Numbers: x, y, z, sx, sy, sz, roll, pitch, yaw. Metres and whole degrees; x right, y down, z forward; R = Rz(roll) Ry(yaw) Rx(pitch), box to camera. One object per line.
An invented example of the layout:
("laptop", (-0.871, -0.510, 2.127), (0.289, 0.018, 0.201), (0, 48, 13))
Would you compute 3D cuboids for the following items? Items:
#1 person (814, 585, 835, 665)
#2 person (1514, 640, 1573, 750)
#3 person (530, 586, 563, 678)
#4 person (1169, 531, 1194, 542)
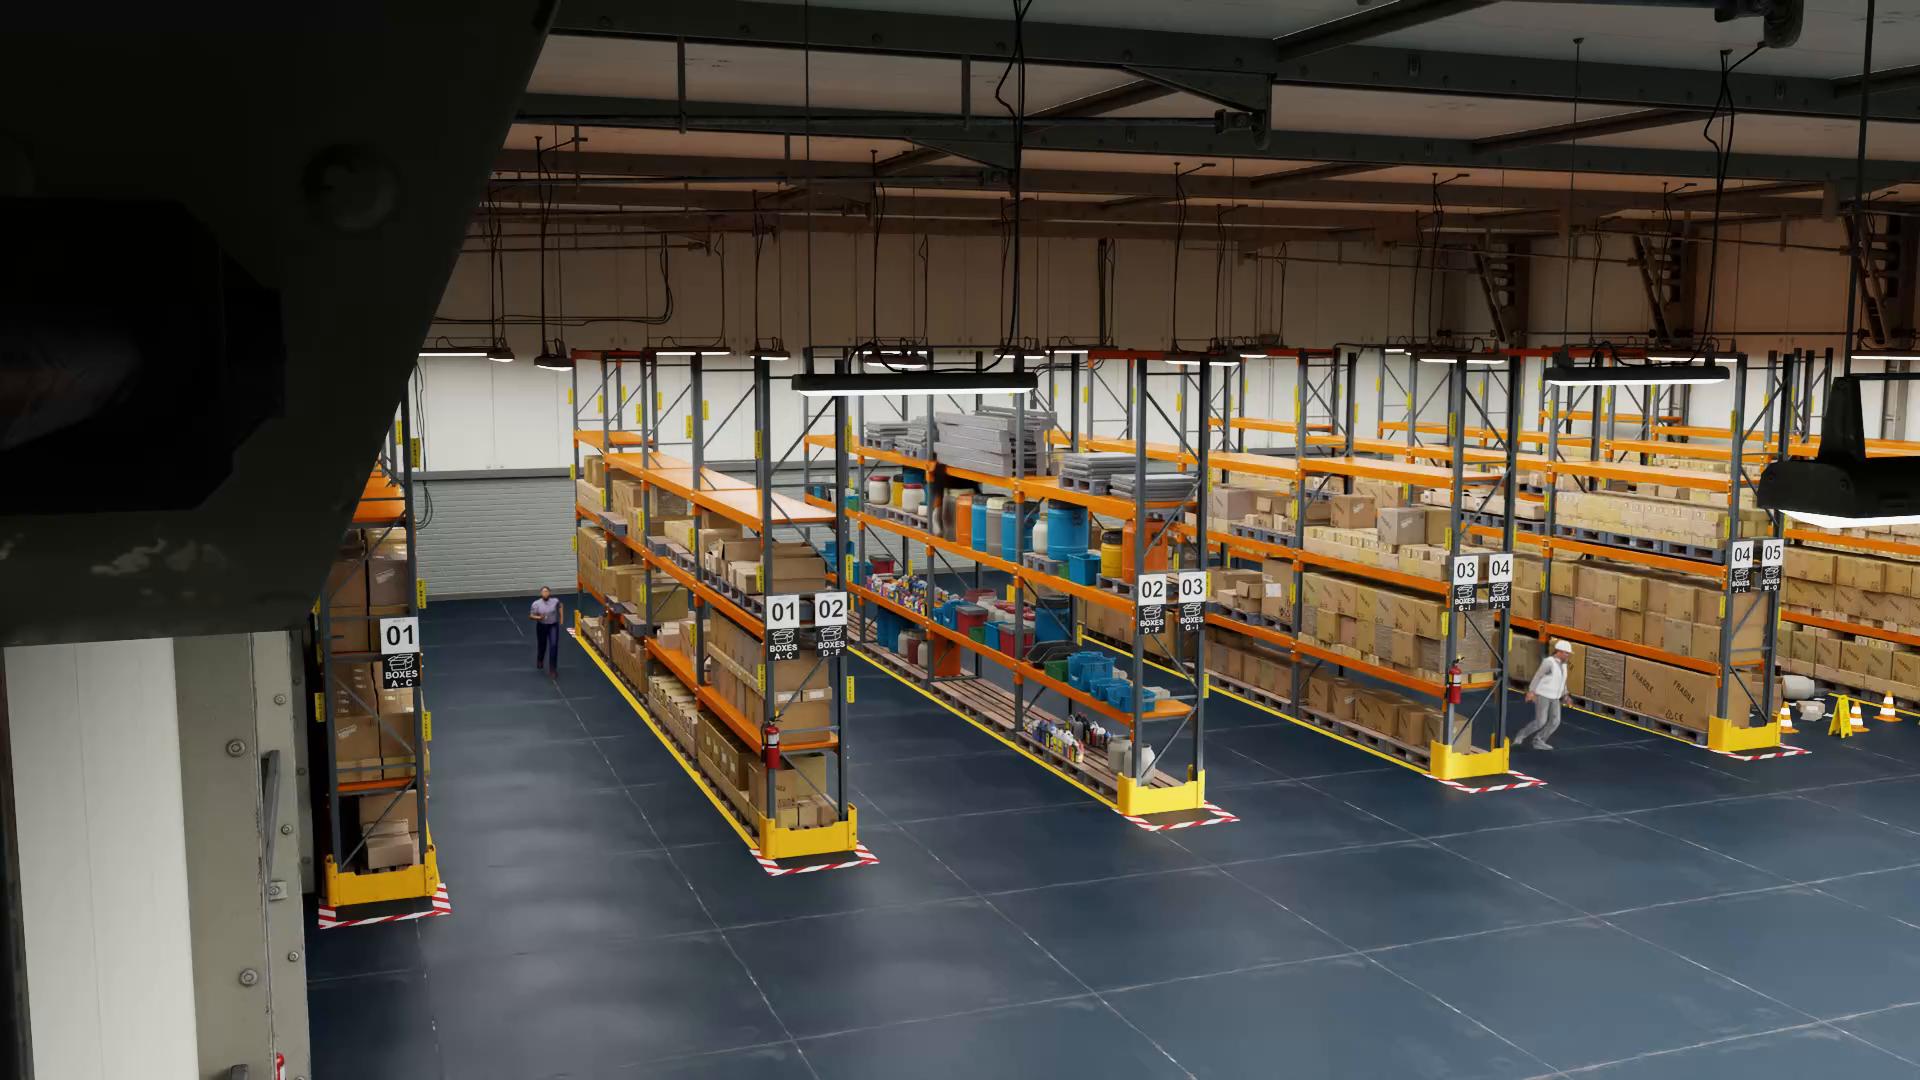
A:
("person", (-2.440, 1.591, 30.634), (0.704, 1.590, 0.790), (-3, 8, -20))
("person", (8.891, 2.350, 25.255), (0.805, 1.694, 0.688), (-5, 9, -37))
("person", (-7.678, 1.682, 30.940), (0.599, 1.690, 0.901), (-2, 7, -14))
("person", (5.542, 0.257, 41.889), (0.648, 1.744, 0.599), (2, 7, 17))
